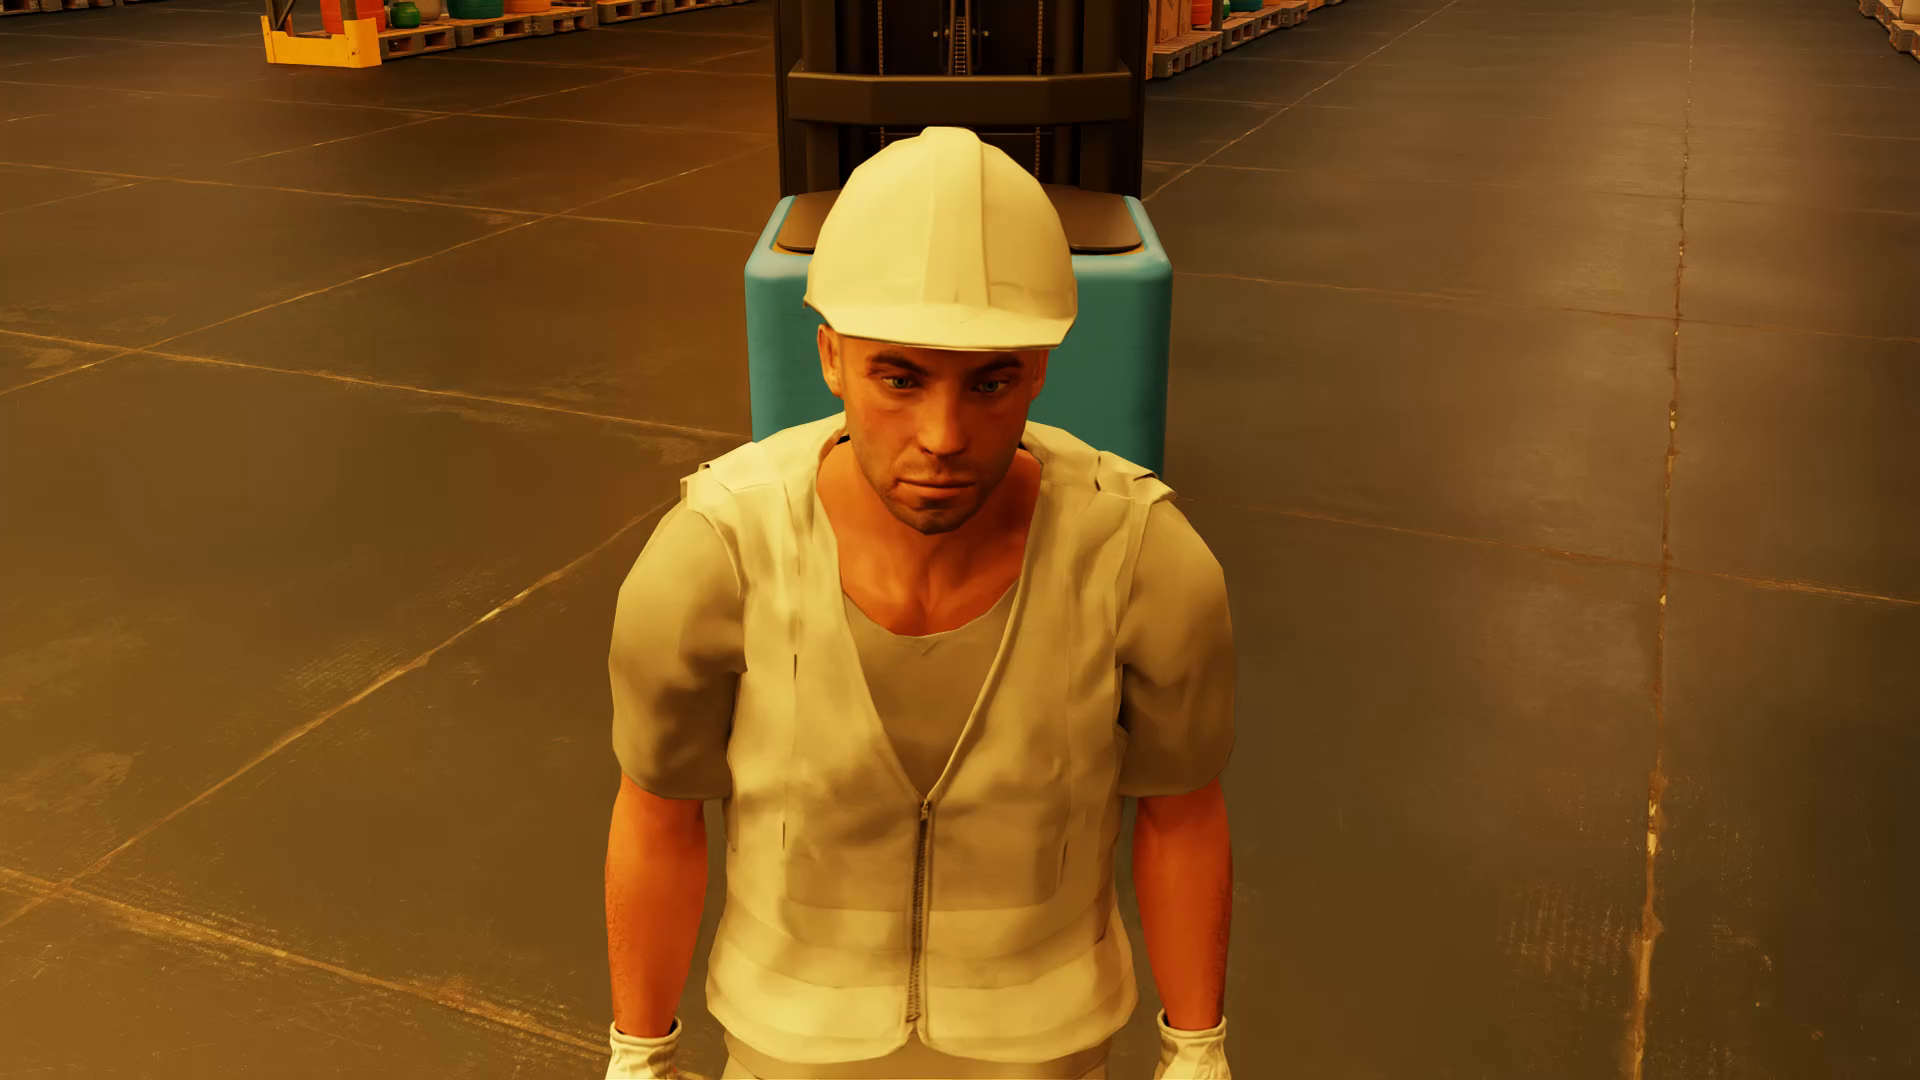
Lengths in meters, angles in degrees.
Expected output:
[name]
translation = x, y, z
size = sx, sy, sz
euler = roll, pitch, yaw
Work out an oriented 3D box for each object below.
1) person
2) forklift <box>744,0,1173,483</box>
[person]
translation = -0.038, 0.504, 1.585
size = 0.619, 1.779, 0.449
euler = 0, 23, -1
[forklift]
translation = 0.002, -1.587, 5.089
size = 1.130, 2.935, 3.031
euler = 0, 23, 0
